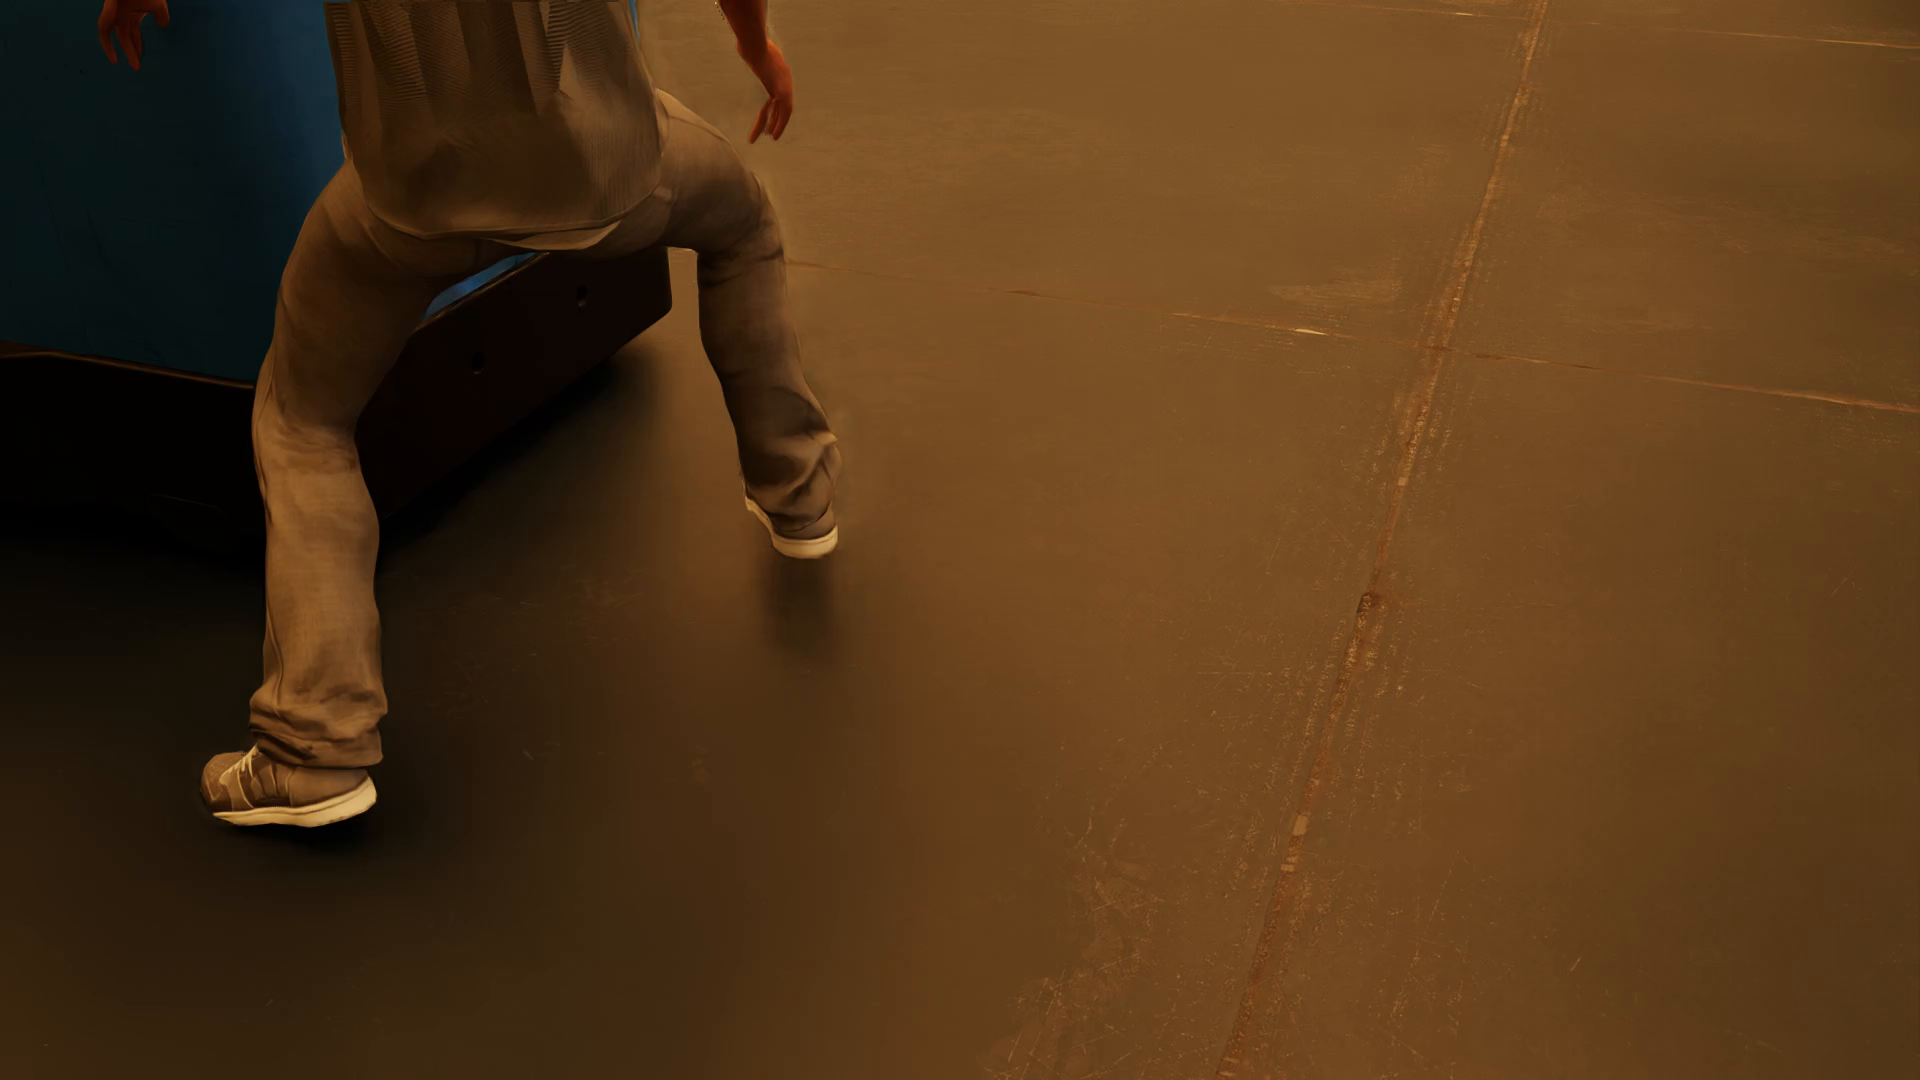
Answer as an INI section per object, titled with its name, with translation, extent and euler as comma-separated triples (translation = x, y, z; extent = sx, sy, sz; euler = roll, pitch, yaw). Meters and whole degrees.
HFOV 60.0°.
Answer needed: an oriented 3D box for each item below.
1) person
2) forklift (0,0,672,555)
[person]
translation = -0.545, -0.361, 1.927
extent = 0.792, 1.238, 0.730
euler = -4, 30, -7
[forklift]
translation = -2.114, -1.690, 2.510
extent = 3.031, 2.935, 1.130
euler = 10, 31, 17
